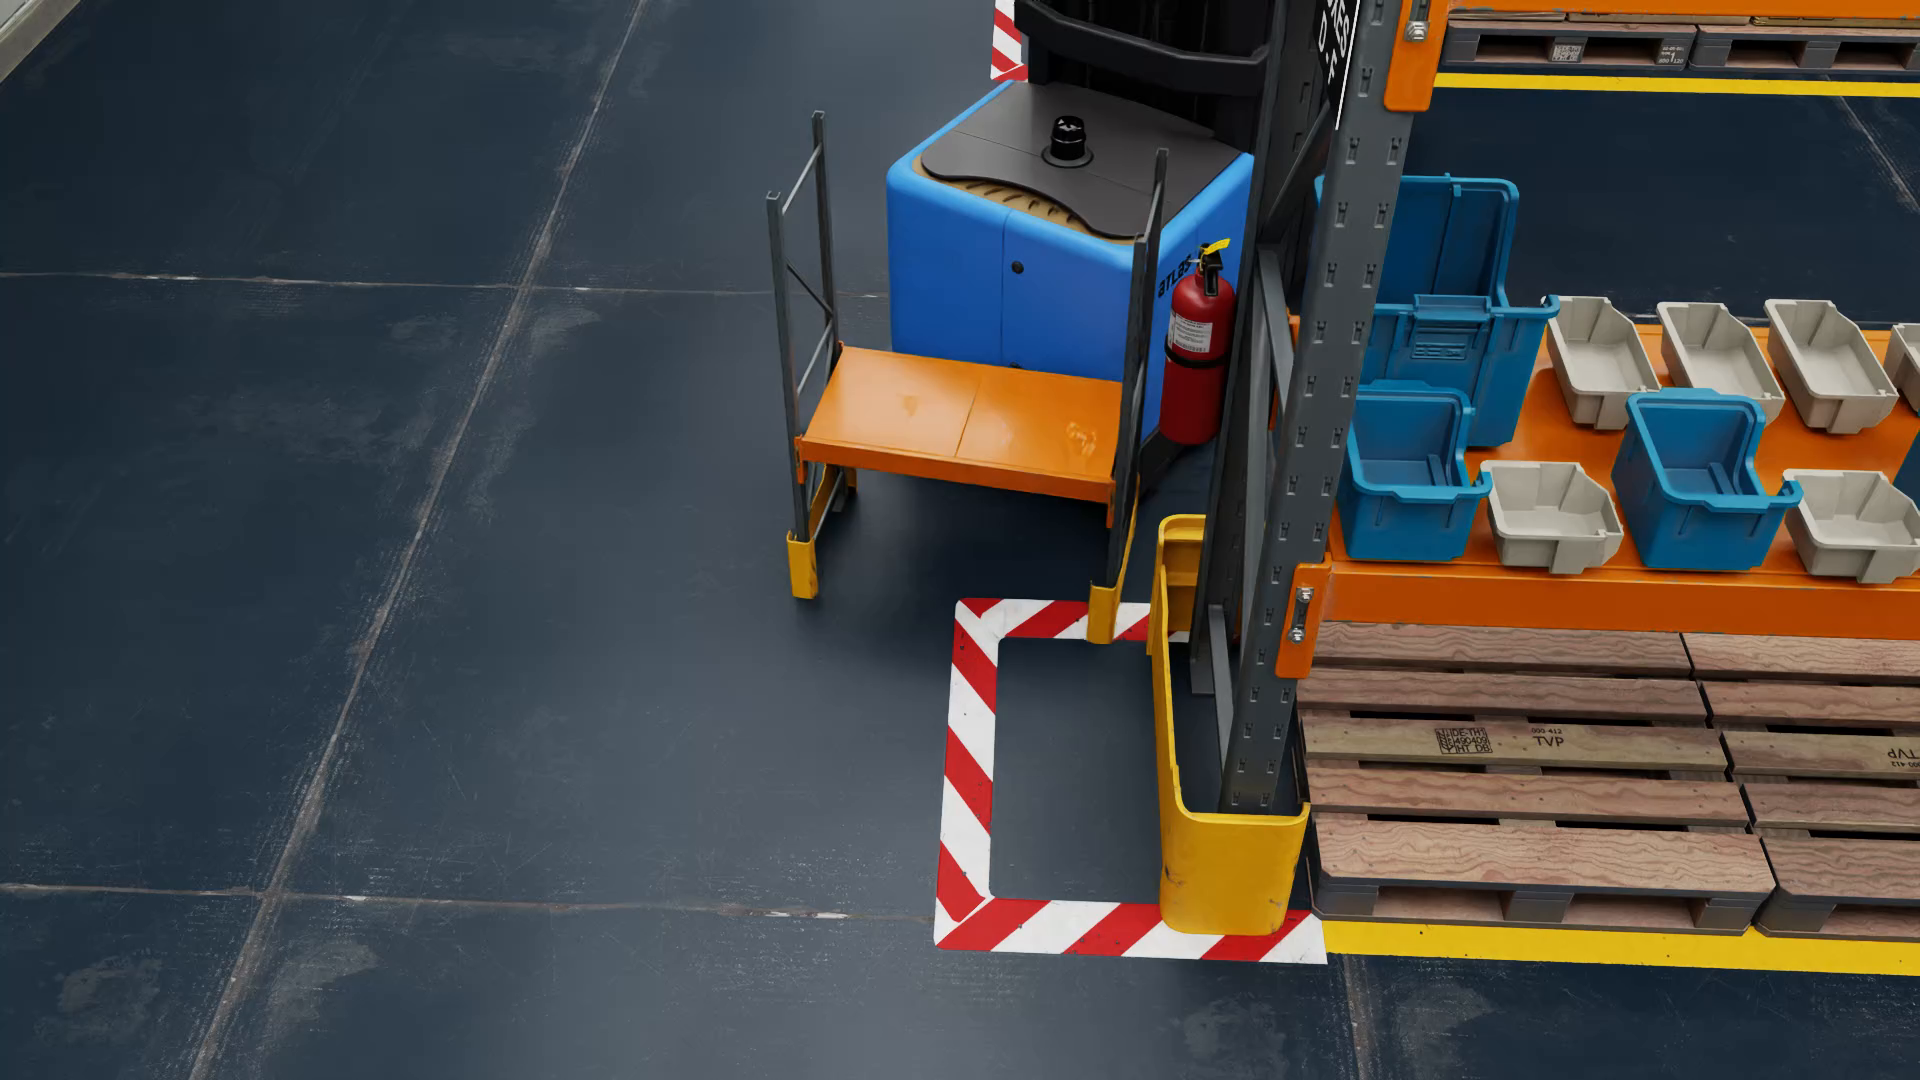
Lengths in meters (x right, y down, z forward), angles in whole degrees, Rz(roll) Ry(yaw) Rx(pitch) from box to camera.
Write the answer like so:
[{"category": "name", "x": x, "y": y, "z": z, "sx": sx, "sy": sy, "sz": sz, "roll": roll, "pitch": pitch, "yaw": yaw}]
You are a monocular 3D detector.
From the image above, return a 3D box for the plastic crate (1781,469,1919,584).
[{"category": "plastic crate", "x": 2.004, "y": -0.023, "z": 3.723, "sx": 0.298, "sy": 0.136, "sz": 0.250, "roll": 2, "pitch": 43, "yaw": 2}]

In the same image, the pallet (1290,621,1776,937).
[{"category": "pallet", "x": 1.600, "y": 0.656, "z": 4.891, "sx": 1.213, "sy": 0.211, "sz": 1.003, "roll": 2, "pitch": 43, "yaw": 2}]

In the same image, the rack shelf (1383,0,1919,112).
[{"category": "rack shelf", "x": 2.776, "y": -1.189, "z": 3.153, "sx": 4.000, "sy": 0.370, "sz": 1.077, "roll": 2, "pitch": 43, "yaw": 2}]

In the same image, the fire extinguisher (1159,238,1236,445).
[{"category": "fire extinguisher", "x": 0.648, "y": -0.566, "z": 4.487, "sx": 0.183, "sy": 0.674, "sz": 0.296, "roll": 2, "pitch": 43, "yaw": 2}]

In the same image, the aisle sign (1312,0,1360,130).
[{"category": "aisle sign", "x": 0.693, "y": -1.167, "z": 2.895, "sx": 0.004, "sy": 0.787, "sz": 0.394, "roll": 2, "pitch": 43, "yaw": 2}]

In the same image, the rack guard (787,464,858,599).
[{"category": "rack guard", "x": -0.464, "y": -0.093, "z": 5.667, "sx": 0.087, "sy": 0.250, "sz": 0.587, "roll": 8, "pitch": 44, "yaw": 9}]

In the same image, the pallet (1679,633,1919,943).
[{"category": "pallet", "x": 2.816, "y": 0.695, "z": 4.849, "sx": 1.213, "sy": 0.211, "sz": 1.003, "roll": 2, "pitch": 43, "yaw": 2}]

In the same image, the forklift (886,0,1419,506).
[{"category": "forklift", "x": 0.974, "y": -2.164, "z": 5.923, "sx": 1.130, "sy": 2.935, "sz": 3.031, "roll": 24, "pitch": 48, "yaw": 24}]

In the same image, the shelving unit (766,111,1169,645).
[{"category": "shelving unit", "x": 0.023, "y": -0.479, "z": 5.163, "sx": 1.083, "sy": 1.500, "sz": 0.587, "roll": 8, "pitch": 44, "yaw": 9}]

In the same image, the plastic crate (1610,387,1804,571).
[{"category": "plastic crate", "x": 1.668, "y": -0.125, "z": 3.762, "sx": 0.300, "sy": 0.233, "sz": 0.416, "roll": 2, "pitch": 43, "yaw": 2}]

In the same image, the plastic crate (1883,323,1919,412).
[{"category": "plastic crate", "x": 2.466, "y": -0.433, "z": 4.164, "sx": 0.250, "sy": 0.136, "sz": 0.298, "roll": 2, "pitch": 43, "yaw": 2}]

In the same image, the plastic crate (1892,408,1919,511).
[{"category": "plastic crate", "x": 2.325, "y": -0.105, "z": 3.741, "sx": 0.300, "sy": 0.233, "sz": 0.416, "roll": 2, "pitch": 43, "yaw": 2}]

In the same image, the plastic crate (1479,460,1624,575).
[{"category": "plastic crate", "x": 1.327, "y": -0.044, "z": 3.746, "sx": 0.298, "sy": 0.136, "sz": 0.250, "roll": 2, "pitch": 43, "yaw": 2}]

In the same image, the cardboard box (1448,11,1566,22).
[{"category": "cardboard box", "x": 2.553, "y": -3.172, "z": 8.205, "sx": 0.875, "sy": 0.875, "sz": 0.875, "roll": 2, "pitch": 43, "yaw": 2}]

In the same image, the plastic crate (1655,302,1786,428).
[{"category": "plastic crate", "x": 1.890, "y": -0.421, "z": 4.151, "sx": 0.243, "sy": 0.136, "sz": 0.396, "roll": 2, "pitch": 43, "yaw": 2}]

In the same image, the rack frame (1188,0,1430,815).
[{"category": "rack frame", "x": 0.778, "y": -0.416, "z": 3.996, "sx": 0.127, "sy": 3.000, "sz": 1.000, "roll": 2, "pitch": 43, "yaw": 2}]

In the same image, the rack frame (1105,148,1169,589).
[{"category": "rack frame", "x": 0.529, "y": -0.404, "z": 5.083, "sx": 0.032, "sy": 1.500, "sz": 0.500, "roll": 8, "pitch": 44, "yaw": 9}]

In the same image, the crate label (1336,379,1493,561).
[{"category": "crate label", "x": 1.010, "y": -0.145, "z": 3.784, "sx": 0.303, "sy": 0.233, "sz": 0.416, "roll": 2, "pitch": 43, "yaw": 2}]

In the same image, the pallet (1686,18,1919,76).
[{"category": "pallet", "x": 4.241, "y": -2.722, "z": 8.518, "sx": 1.213, "sy": 0.211, "sz": 1.003, "roll": 2, "pitch": 43, "yaw": 2}]

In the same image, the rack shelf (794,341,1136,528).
[{"category": "rack shelf", "x": 0.032, "y": -0.346, "z": 5.285, "sx": 1.000, "sy": 0.185, "sz": 0.538, "roll": 8, "pitch": 44, "yaw": 9}]

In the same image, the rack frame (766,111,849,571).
[{"category": "rack frame", "x": -0.465, "y": -0.551, "z": 5.241, "sx": 0.032, "sy": 1.500, "sz": 0.500, "roll": 8, "pitch": 44, "yaw": 9}]

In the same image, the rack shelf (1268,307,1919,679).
[{"category": "rack shelf", "x": 2.776, "y": -0.092, "z": 4.176, "sx": 4.000, "sy": 0.370, "sz": 1.077, "roll": 2, "pitch": 43, "yaw": 2}]

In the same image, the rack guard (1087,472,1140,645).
[{"category": "rack guard", "x": 0.510, "y": 0.051, "z": 5.512, "sx": 0.087, "sy": 0.250, "sz": 0.587, "roll": 8, "pitch": 44, "yaw": 9}]

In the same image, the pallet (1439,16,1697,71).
[{"category": "pallet", "x": 3.019, "y": -2.758, "z": 8.556, "sx": 1.213, "sy": 0.211, "sz": 1.003, "roll": 2, "pitch": 43, "yaw": 2}]

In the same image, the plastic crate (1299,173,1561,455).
[{"category": "plastic crate", "x": 1.121, "y": -0.568, "z": 4.089, "sx": 0.499, "sy": 0.435, "sz": 0.616, "roll": 2, "pitch": 43, "yaw": 2}]

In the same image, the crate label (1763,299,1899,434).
[{"category": "crate label", "x": 2.169, "y": -0.429, "z": 4.160, "sx": 0.243, "sy": 0.136, "sz": 0.396, "roll": 2, "pitch": 43, "yaw": 2}]

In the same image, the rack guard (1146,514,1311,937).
[{"category": "rack guard", "x": 0.753, "y": 0.506, "z": 4.840, "sx": 0.348, "sy": 0.500, "sz": 1.175, "roll": 2, "pitch": 43, "yaw": 2}]

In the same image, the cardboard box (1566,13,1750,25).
[{"category": "cardboard box", "x": 3.442, "y": -3.145, "z": 8.176, "sx": 0.875, "sy": 0.875, "sz": 0.875, "roll": 2, "pitch": 43, "yaw": 2}]

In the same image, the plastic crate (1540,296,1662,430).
[{"category": "plastic crate", "x": 1.601, "y": -0.440, "z": 4.171, "sx": 0.243, "sy": 0.136, "sz": 0.396, "roll": 2, "pitch": 43, "yaw": 2}]

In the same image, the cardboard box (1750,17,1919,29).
[{"category": "cardboard box", "x": 4.341, "y": -3.117, "z": 8.146, "sx": 0.875, "sy": 0.875, "sz": 0.875, "roll": 2, "pitch": 43, "yaw": 2}]
